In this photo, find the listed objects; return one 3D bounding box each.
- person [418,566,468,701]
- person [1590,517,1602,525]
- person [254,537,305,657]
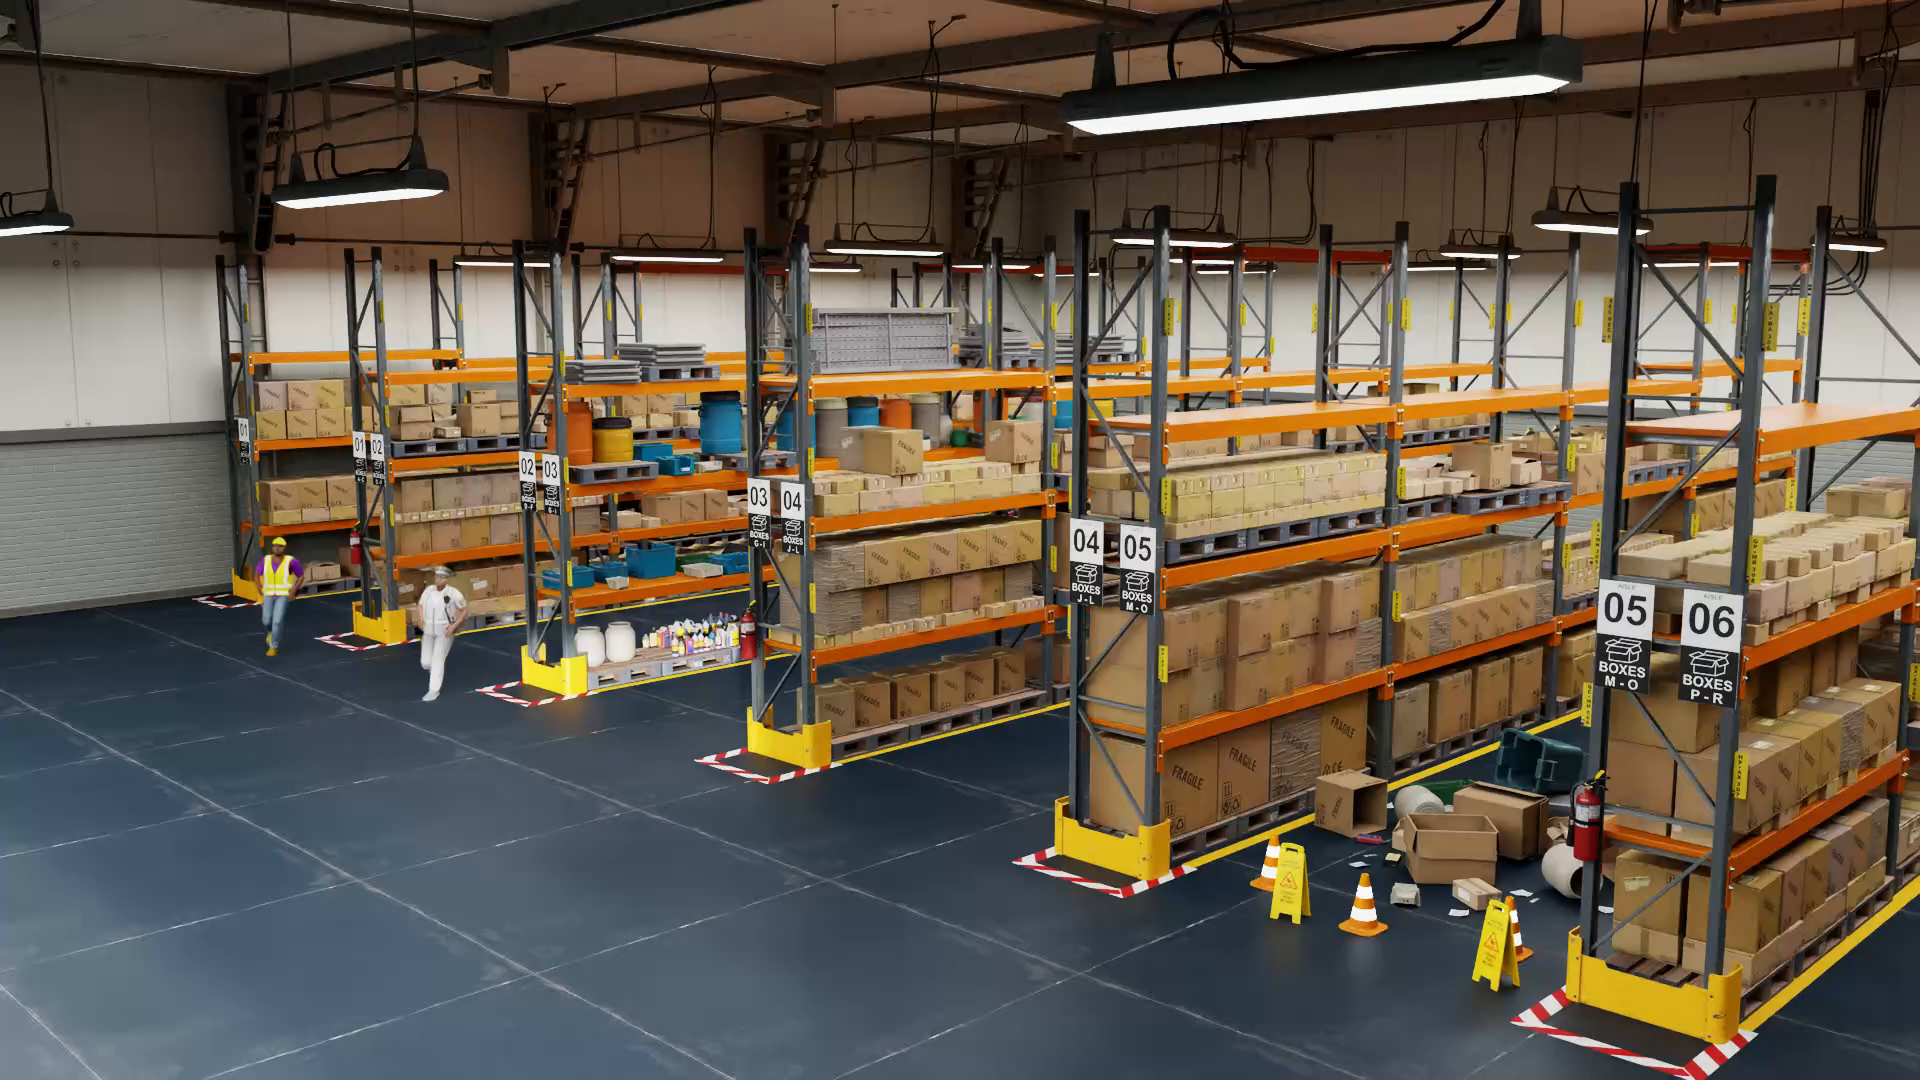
[{"bbox_3d":[-6.860,1.208,22.018,0.681,1.772,0.692,1,8,5],"label":"person"},{"bbox_3d":[10.144,0.531,26.608,0.710,1.806,0.672,-7,10,-39],"label":"person"},{"bbox_3d":[-10.133,0.827,24.753,0.718,1.755,0.677,-1,8,-10],"label":"person"}]
